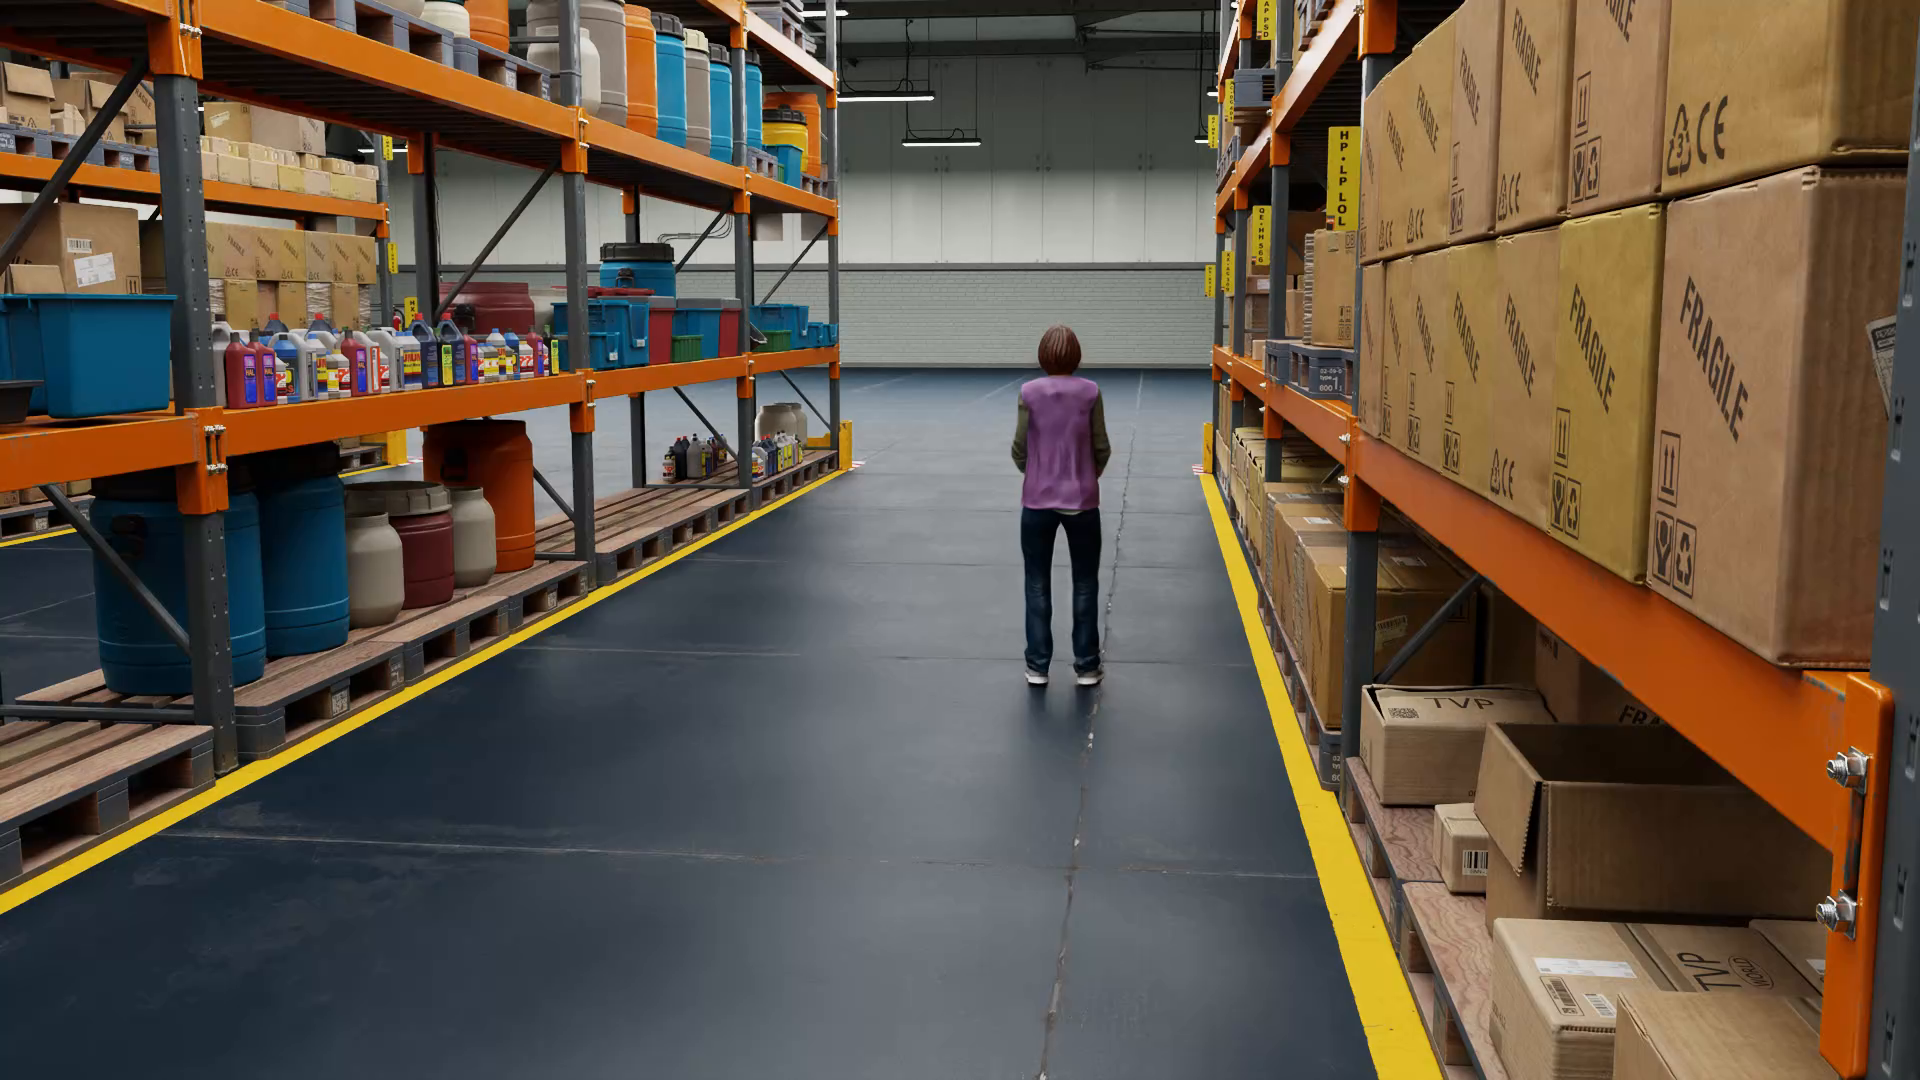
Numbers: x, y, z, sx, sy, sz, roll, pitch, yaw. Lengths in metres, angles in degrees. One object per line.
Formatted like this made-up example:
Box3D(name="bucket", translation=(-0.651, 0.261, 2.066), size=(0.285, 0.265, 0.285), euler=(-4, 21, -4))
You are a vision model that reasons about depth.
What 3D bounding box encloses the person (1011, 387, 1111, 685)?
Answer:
Box3D(name="person", translation=(0.447, -0.027, 7.420), size=(0.442, 1.354, 0.325), euler=(1, 8, 6))
